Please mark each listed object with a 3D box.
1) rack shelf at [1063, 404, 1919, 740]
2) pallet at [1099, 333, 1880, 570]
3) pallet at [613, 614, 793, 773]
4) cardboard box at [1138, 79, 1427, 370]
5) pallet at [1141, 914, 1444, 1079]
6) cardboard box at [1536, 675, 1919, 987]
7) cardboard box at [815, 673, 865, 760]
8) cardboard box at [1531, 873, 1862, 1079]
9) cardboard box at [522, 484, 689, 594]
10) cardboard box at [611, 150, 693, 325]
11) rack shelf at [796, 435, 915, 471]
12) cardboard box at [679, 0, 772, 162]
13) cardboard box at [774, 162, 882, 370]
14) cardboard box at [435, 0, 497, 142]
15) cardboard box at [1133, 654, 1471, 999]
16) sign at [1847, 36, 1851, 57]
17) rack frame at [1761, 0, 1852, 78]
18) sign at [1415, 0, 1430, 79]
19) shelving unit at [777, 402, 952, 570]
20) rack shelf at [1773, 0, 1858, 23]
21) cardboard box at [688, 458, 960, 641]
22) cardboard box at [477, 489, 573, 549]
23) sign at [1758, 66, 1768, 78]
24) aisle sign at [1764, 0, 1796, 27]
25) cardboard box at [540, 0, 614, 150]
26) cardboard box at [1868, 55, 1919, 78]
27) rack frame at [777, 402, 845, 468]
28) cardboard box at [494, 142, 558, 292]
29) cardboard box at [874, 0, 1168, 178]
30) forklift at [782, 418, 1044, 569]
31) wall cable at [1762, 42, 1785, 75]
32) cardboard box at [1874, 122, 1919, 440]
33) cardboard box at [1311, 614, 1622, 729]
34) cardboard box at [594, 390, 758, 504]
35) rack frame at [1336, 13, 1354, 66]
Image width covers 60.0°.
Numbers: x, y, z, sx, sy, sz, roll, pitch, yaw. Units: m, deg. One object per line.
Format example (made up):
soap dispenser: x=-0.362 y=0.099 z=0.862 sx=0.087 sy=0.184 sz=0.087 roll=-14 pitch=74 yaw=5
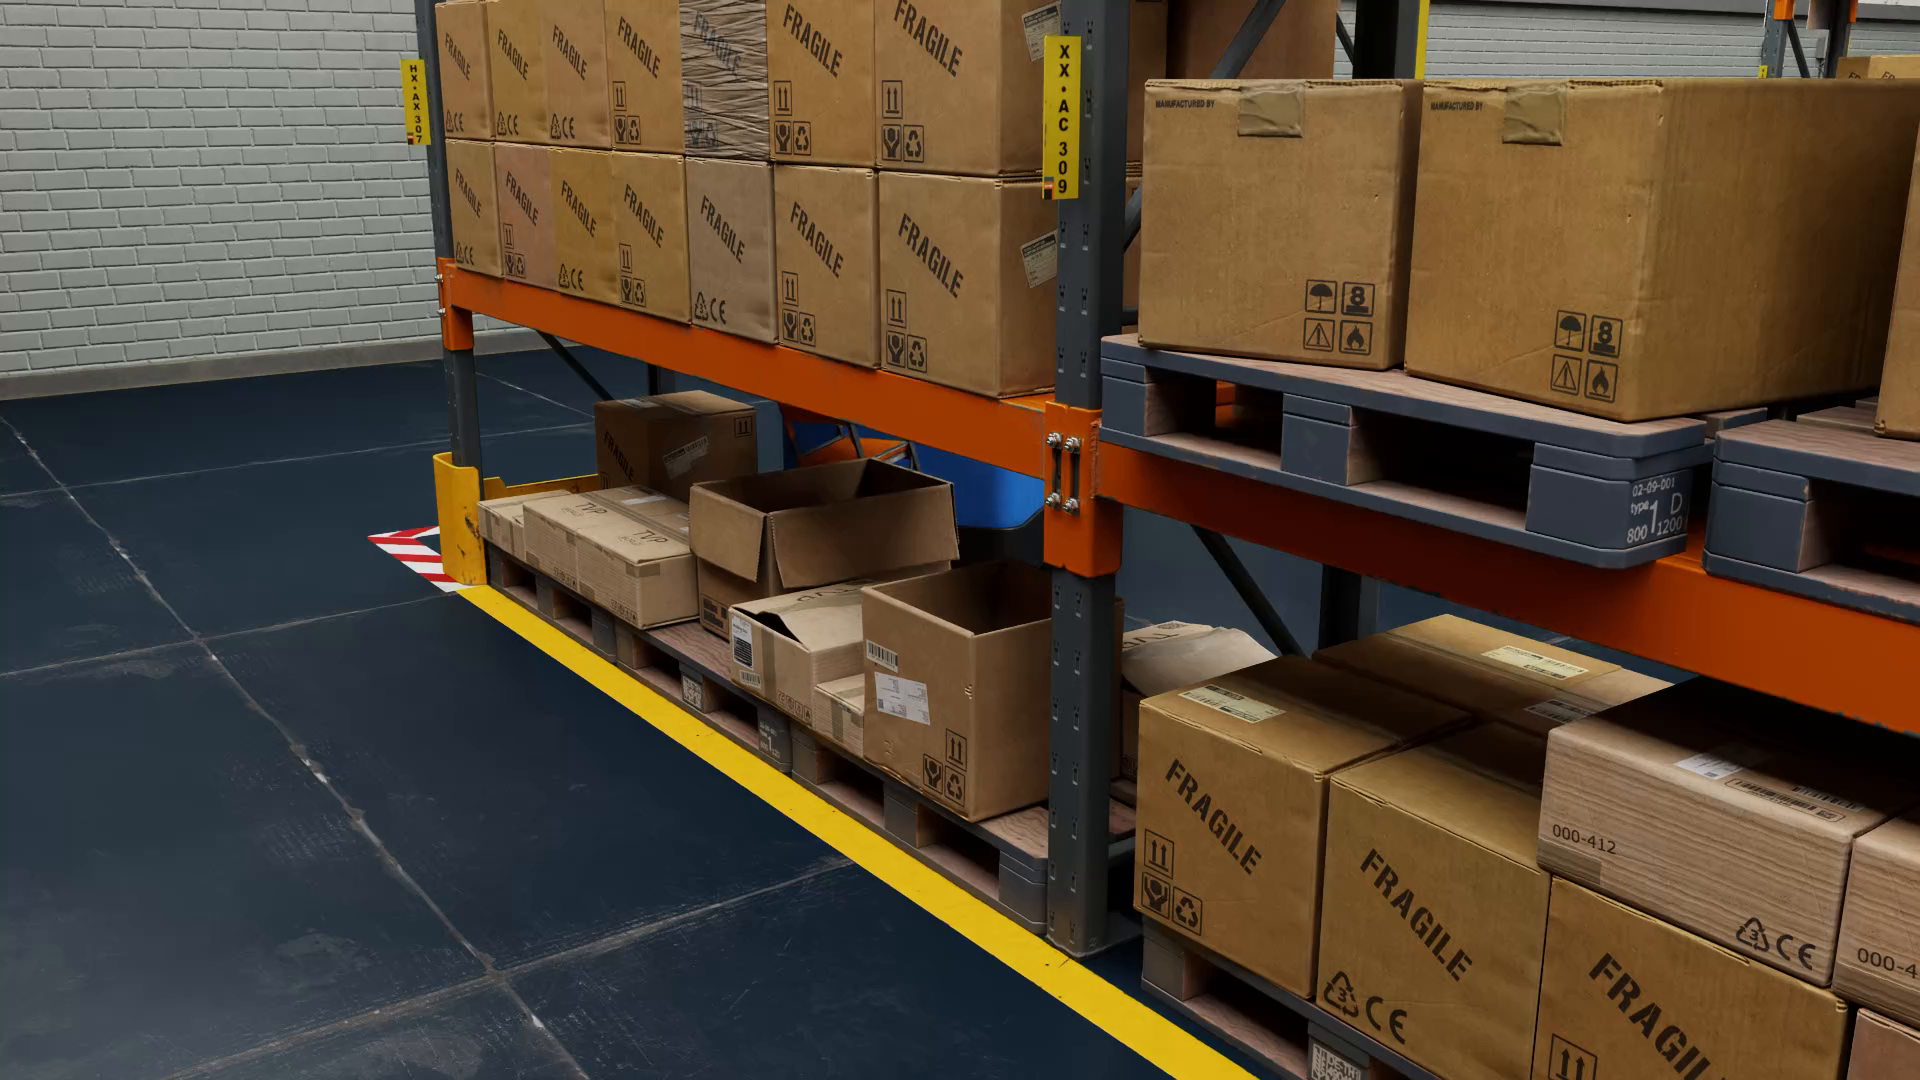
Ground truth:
rack shelf: x=1.823 y=0.235 z=2.396 sx=1.077 sy=0.370 sz=4.000 roll=-11 pitch=19 yaw=-35
pallet: x=1.029 y=-0.258 z=3.202 sx=1.003 sy=0.211 sz=1.213 roll=-11 pitch=19 yaw=-35
pallet: x=-0.477 y=0.399 z=5.719 sx=1.003 sy=0.211 sz=1.213 roll=-11 pitch=19 yaw=-35
cardboard box: x=0.745 y=-0.653 z=3.297 sx=0.500 sy=0.500 sz=0.700 roll=10 pitch=18 yaw=33
pallet: x=1.156 y=0.974 z=3.617 sx=1.003 sy=0.211 sz=1.213 roll=-11 pitch=19 yaw=-35
cardboard box: x=1.322 y=0.448 z=2.739 sx=0.500 sy=0.250 sz=0.500 roll=-11 pitch=19 yaw=-34
cardboard box: x=-0.186 y=0.476 z=4.722 sx=0.380 sy=0.149 sz=0.250 roll=-11 pitch=19 yaw=-35
cardboard box: x=1.345 y=0.816 z=2.814 sx=0.500 sy=0.500 sz=0.500 roll=-11 pitch=19 yaw=-34
cardboard box: x=-1.321 y=-0.012 z=6.312 sx=0.500 sy=0.250 sz=0.500 roll=-11 pitch=19 yaw=-35
cardboard box: x=-0.764 y=-0.981 z=5.290 sx=0.500 sy=0.500 sz=0.500 roll=-11 pitch=19 yaw=-34
rack shelf: x=-0.394 y=-0.287 z=6.431 sx=0.258 sy=0.148 sz=0.480 roll=-27 pitch=20 yaw=-30
cardboard box: x=-0.459 y=-1.353 z=4.756 sx=0.500 sy=0.500 sz=0.500 roll=-11 pitch=19 yaw=-34
cardboard box: x=-0.159 y=-0.764 z=4.494 sx=0.500 sy=0.500 sz=0.500 roll=-10 pitch=18 yaw=-33
cardboard box: x=-1.657 y=-1.788 z=6.342 sx=0.500 sy=0.500 sz=0.500 roll=-10 pitch=18 yaw=-33
cardboard box: x=0.734 y=0.596 z=3.618 sx=0.500 sy=0.500 sz=0.500 roll=-12 pitch=19 yaw=-37
sign: x=6.757 y=-3.684 z=12.710 sx=0.100 sy=0.325 sz=0.005 roll=-11 pitch=19 yaw=-35
rack frame: x=6.310 y=-2.930 z=12.598 sx=1.000 sy=3.000 sz=0.127 roll=-11 pitch=19 yaw=-35
sign: x=1.094 y=-1.184 z=4.026 sx=0.100 sy=0.325 sz=0.005 roll=-11 pitch=19 yaw=-35
shelving unit: x=-0.413 y=-0.348 z=6.411 sx=0.258 sy=1.200 sz=0.503 roll=-27 pitch=20 yaw=-30
rack shelf: x=7.486 y=-3.602 z=10.736 sx=1.077 sy=0.370 sz=4.000 roll=-11 pitch=19 yaw=-35
cardboard box: x=-0.462 y=0.053 z=5.596 sx=0.797 sy=0.503 sz=0.637 roll=-11 pitch=19 yaw=-35
cardboard box: x=-1.737 y=-0.087 z=6.779 sx=0.380 sy=0.149 sz=0.250 roll=-11 pitch=19 yaw=-35
sign: x=5.858 y=-3.300 z=12.163 sx=0.100 sy=0.325 sz=0.005 roll=-11 pitch=19 yaw=-35
aisle sign: x=6.025 y=-4.152 z=12.140 sx=0.394 sy=0.787 sz=0.004 roll=-11 pitch=19 yaw=-35
cardboard box: x=-1.054 y=-1.569 z=5.545 sx=0.500 sy=0.500 sz=0.500 roll=-11 pitch=19 yaw=-34
cardboard box: x=6.668 y=-3.111 z=11.561 sx=0.500 sy=0.500 sz=0.500 roll=-11 pitch=19 yaw=-36
rack frame: x=-0.553 y=-0.371 z=6.609 sx=0.240 sy=1.200 sz=0.015 roll=-27 pitch=20 yaw=-30
cardboard box: x=-1.350 y=-1.196 z=6.074 sx=0.500 sy=0.500 sz=0.500 roll=-11 pitch=19 yaw=-35
cardboard box: x=0.140 y=-1.137 z=3.964 sx=0.500 sy=0.500 sz=0.500 roll=-11 pitch=19 yaw=-34
forklift: x=0.189 y=-1.571 z=7.763 sx=1.130 sy=2.935 sz=3.031 roll=5 pitch=16 yaw=17
wall cable: x=10.992 y=-6.173 z=22.465 sx=0.585 sy=1.953 sz=0.123 roll=-11 pitch=19 yaw=-35
cardboard box: x=1.736 y=-0.422 z=2.450 sx=0.500 sy=0.500 sz=0.700 roll=12 pitch=19 yaw=38
cardboard box: x=1.169 y=0.516 z=3.911 sx=0.500 sy=0.500 sz=0.500 roll=-11 pitch=19 yaw=-35
cardboard box: x=-1.186 y=-0.321 z=6.970 sx=0.500 sy=0.500 sz=0.500 roll=-11 pitch=19 yaw=-35
rack frame: x=2.304 y=-2.161 z=9.789 sx=1.000 sy=3.000 sz=0.127 roll=-11 pitch=19 yaw=-35
